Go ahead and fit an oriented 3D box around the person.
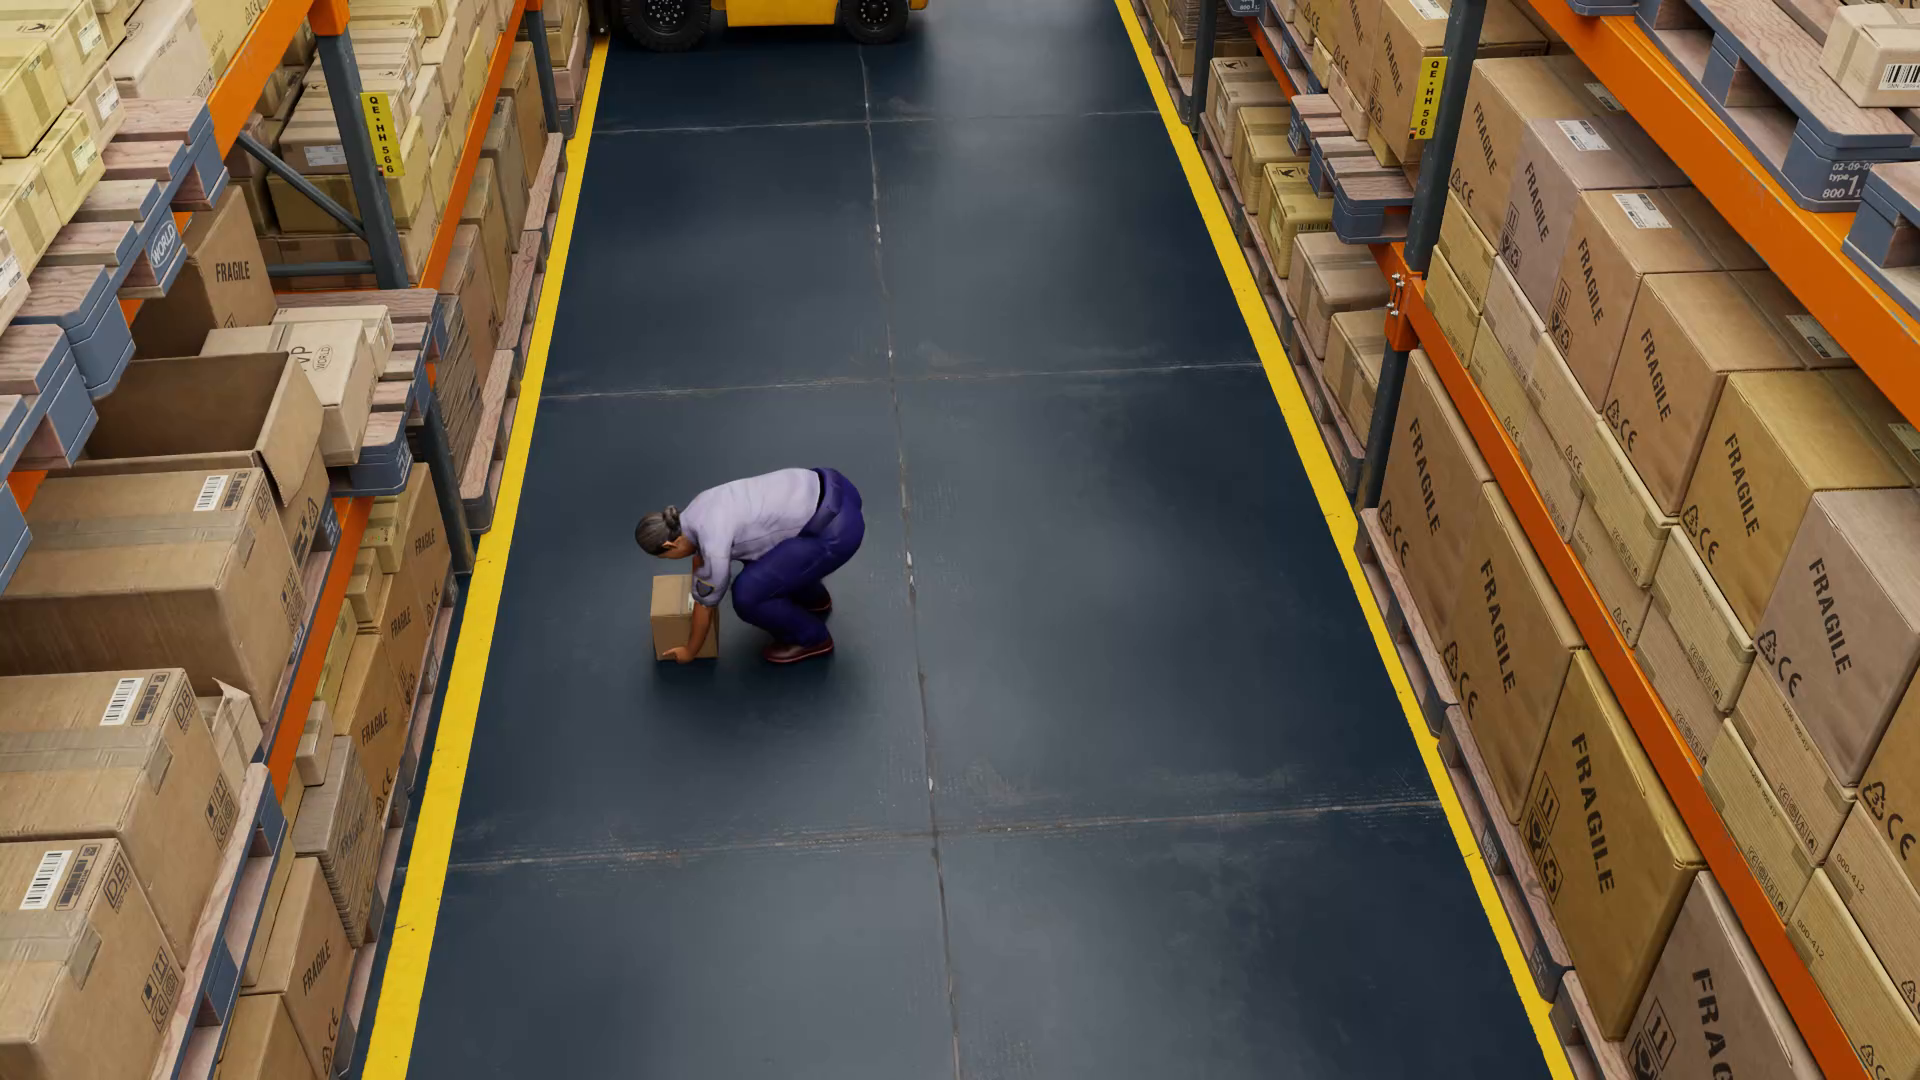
[{"bbox_3d":[-0.833,0.102,6.744,0.905,0.784,0.521,-5,40,-5],"label":"person"}]
